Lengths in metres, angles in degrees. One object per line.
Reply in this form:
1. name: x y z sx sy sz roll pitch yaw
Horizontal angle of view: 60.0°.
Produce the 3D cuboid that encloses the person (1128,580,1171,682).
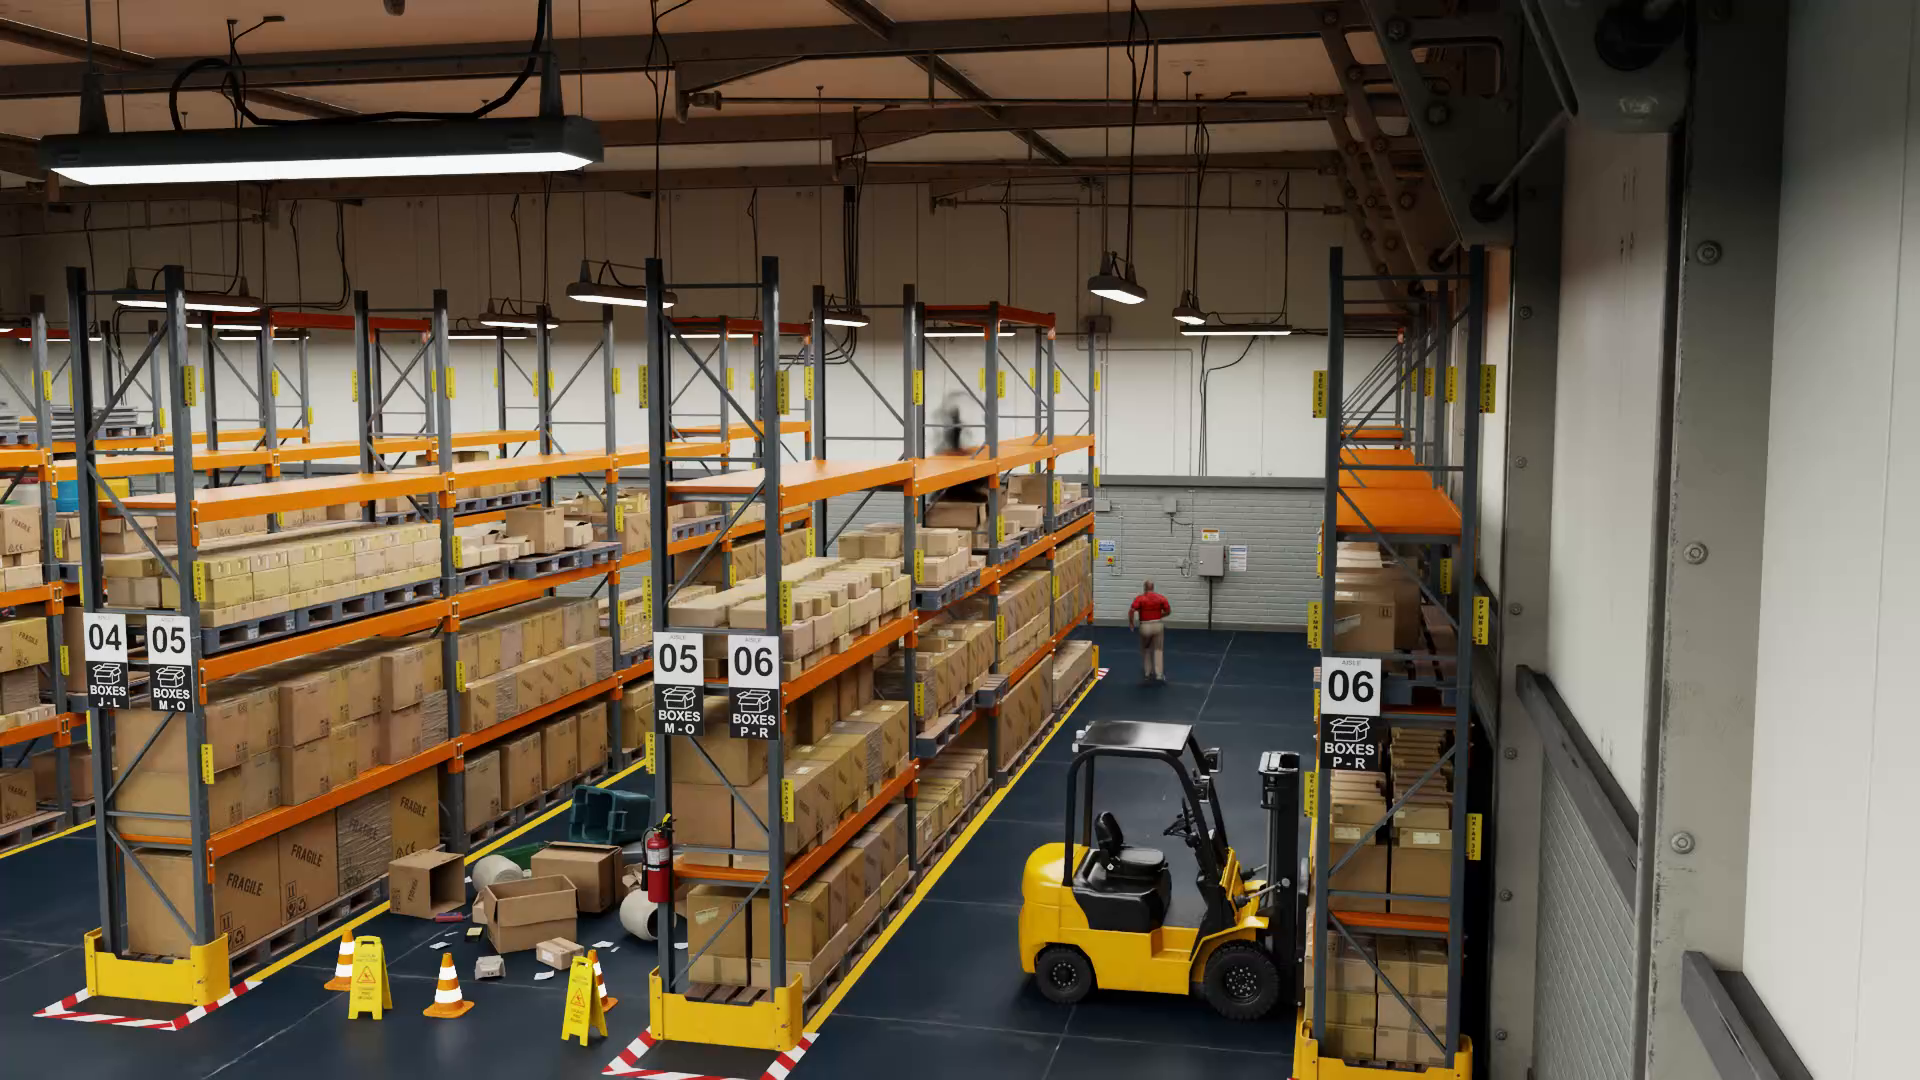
1. person: 3.142 1.543 27.621 0.708 1.788 0.768 0 6 4
